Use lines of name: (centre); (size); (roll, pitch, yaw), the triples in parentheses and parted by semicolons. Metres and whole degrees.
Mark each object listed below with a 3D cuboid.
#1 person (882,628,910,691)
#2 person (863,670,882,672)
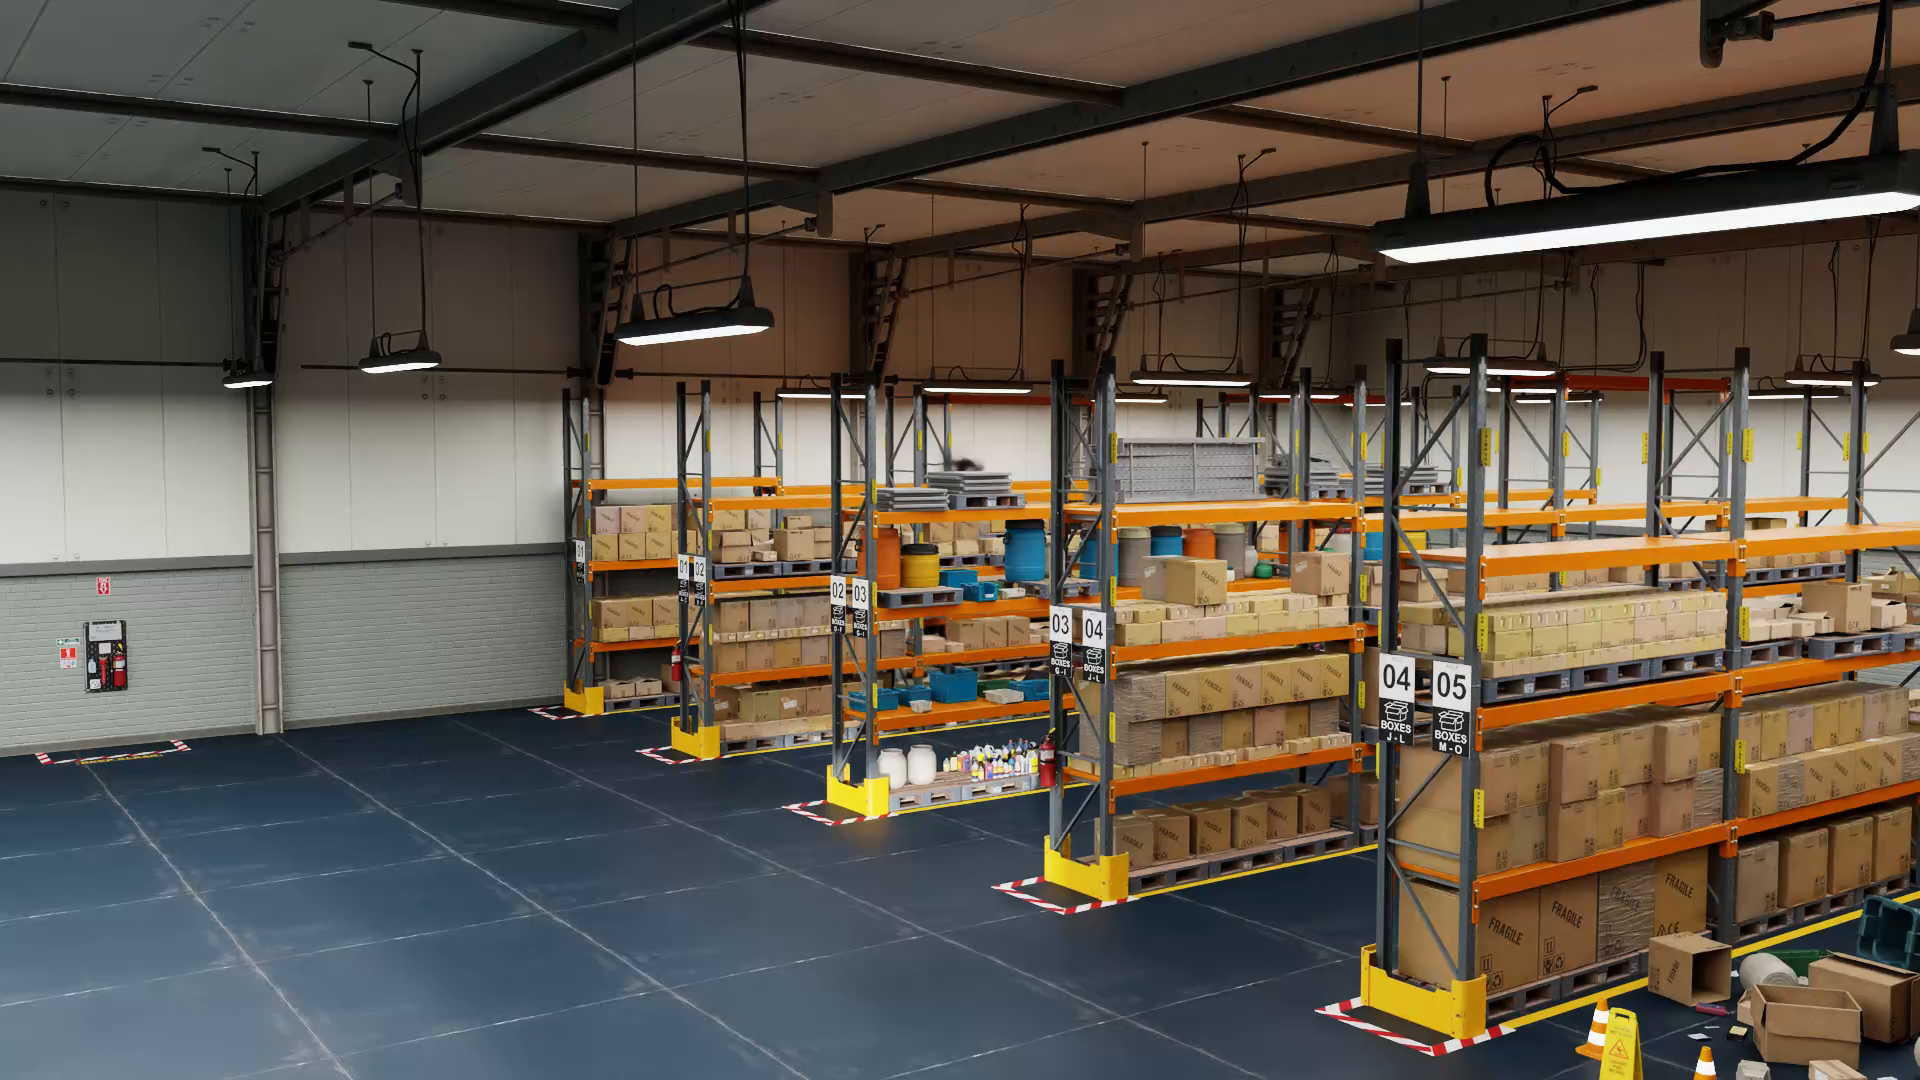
person: (-1.227, 2.229, 31.619); (0.688, 1.773, 0.648); (-3, 5, -40)
person: (-1.552, 2.325, 30.686); (0.778, 1.820, 0.677); (-2, 4, -33)
